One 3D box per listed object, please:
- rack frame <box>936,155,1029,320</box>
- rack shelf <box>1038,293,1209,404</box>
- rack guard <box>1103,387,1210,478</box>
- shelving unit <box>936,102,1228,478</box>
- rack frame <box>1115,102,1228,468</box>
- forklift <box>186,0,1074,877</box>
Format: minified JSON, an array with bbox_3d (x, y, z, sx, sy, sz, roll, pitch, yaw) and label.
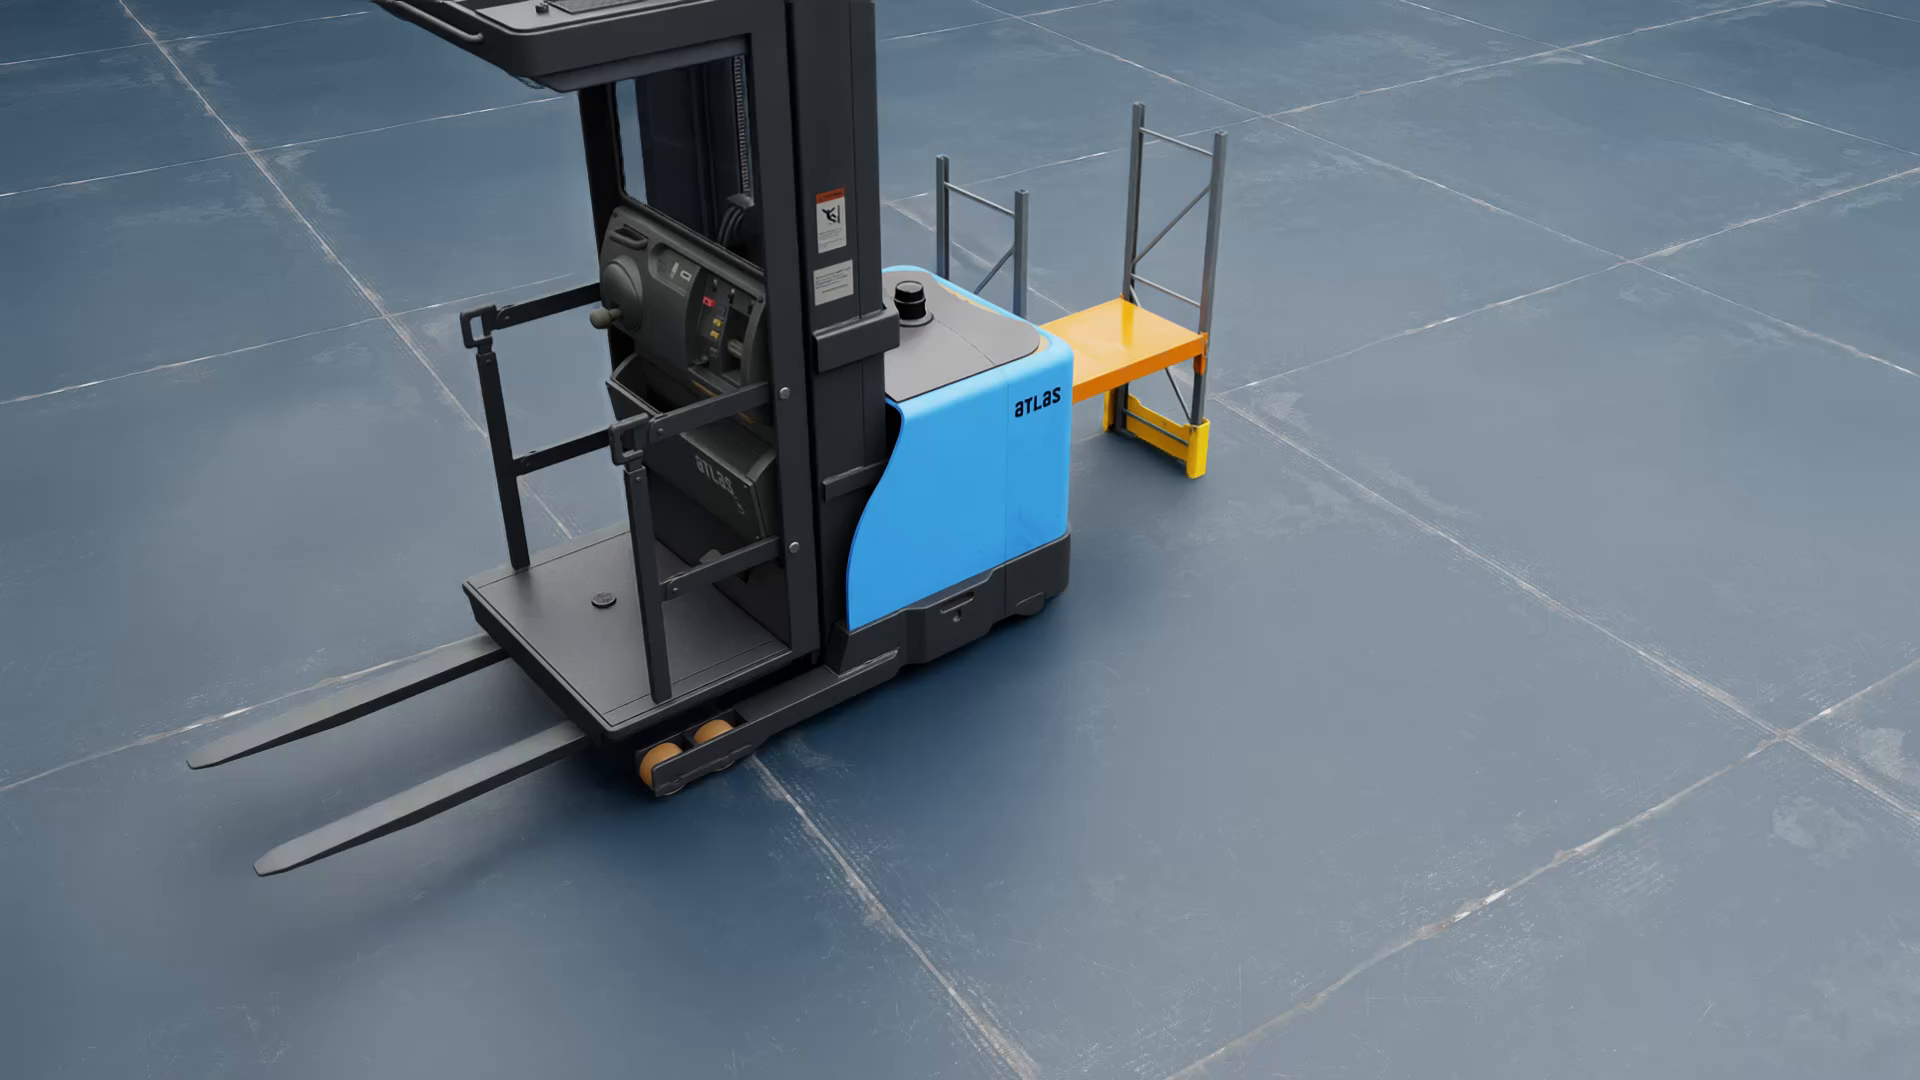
[{"bbox_3d":[0.078,-0.700,6.453,0.032,1.500,0.500,-23,39,-32],"label":"rack frame"},{"bbox_3d":[0.474,-0.717,6.819,1.000,0.185,0.538,-23,39,-32],"label":"rack shelf"},{"bbox_3d":[0.855,-0.504,7.315,0.087,0.250,0.587,-23,39,-32],"label":"rack guard"},{"bbox_3d":[0.467,-0.866,6.718,1.083,1.500,0.587,-23,39,-32],"label":"shelving unit"},{"bbox_3d":[0.870,-1.039,6.992,0.032,1.500,0.500,-23,39,-32],"label":"rack frame"},{"bbox_3d":[-1.049,-0.726,5.154,3.031,2.935,1.130,-23,39,-32],"label":"forklift"}]
